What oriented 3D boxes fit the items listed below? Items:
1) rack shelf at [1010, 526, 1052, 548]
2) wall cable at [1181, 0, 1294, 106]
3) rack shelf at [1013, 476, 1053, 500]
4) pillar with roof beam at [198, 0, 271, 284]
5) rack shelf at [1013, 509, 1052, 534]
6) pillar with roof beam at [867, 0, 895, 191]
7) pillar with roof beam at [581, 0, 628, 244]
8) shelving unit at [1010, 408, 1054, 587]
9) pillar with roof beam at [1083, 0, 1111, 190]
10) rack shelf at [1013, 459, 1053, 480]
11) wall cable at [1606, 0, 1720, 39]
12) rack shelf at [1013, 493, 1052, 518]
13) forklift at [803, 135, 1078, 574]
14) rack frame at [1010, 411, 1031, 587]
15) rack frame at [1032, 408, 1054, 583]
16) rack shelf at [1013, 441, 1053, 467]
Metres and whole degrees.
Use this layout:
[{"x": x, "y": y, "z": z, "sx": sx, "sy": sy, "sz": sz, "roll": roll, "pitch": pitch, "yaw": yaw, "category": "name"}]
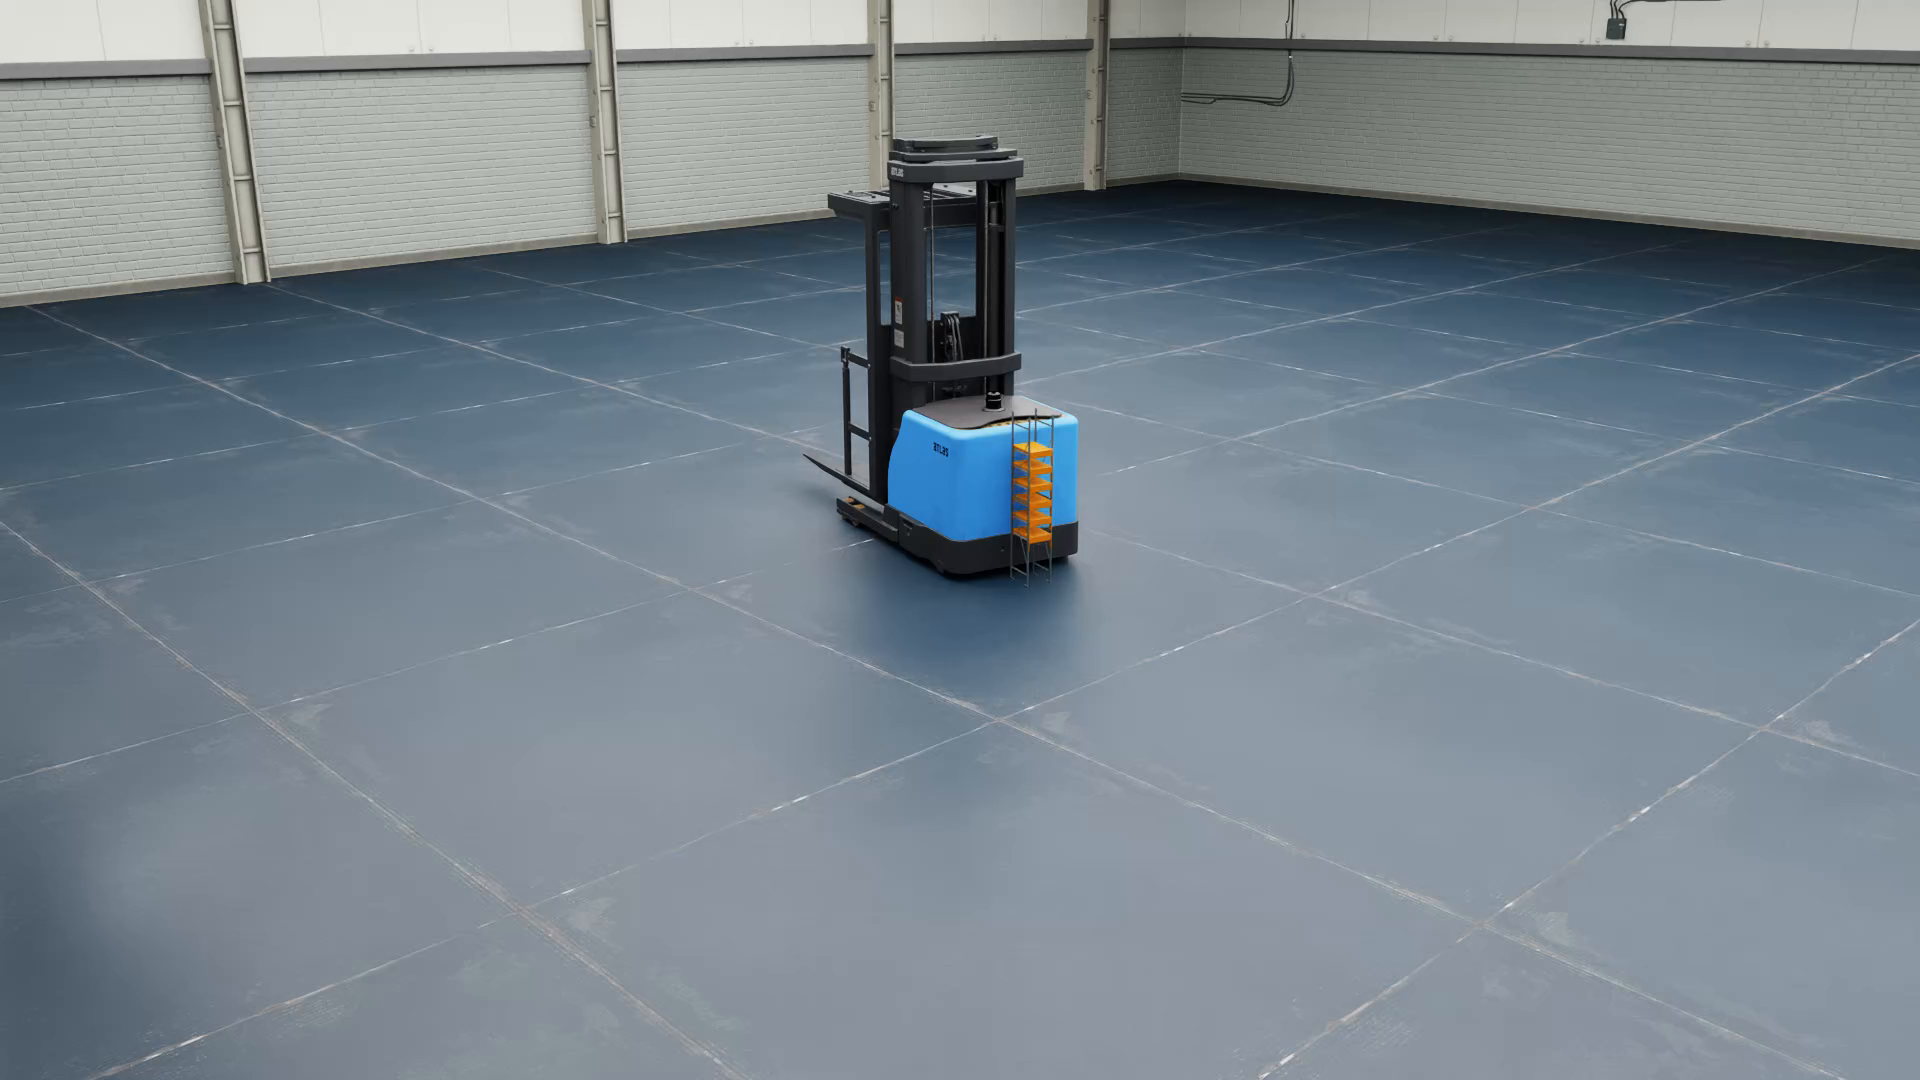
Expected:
[{"x": 0.492, "y": -0.020, "z": 11.523, "sx": 0.180, "sy": 0.103, "sz": 0.258, "roll": -10, "pitch": 20, "yaw": -27, "category": "rack shelf"}, {"x": 5.941, "y": -10.671, "z": 35.840, "sx": 0.112, "sy": 2.526, "sz": 3.097, "roll": -16, "pitch": 24, "yaw": -41, "category": "wall cable"}, {"x": 0.492, "y": -0.362, "z": 11.412, "sx": 0.180, "sy": 0.103, "sz": 0.258, "roll": -10, "pitch": 20, "yaw": -27, "category": "rack shelf"}, {"x": -7.230, "y": -7.041, "z": 19.610, "sx": 0.400, "sy": 9.000, "sz": 9.100, "roll": -16, "pitch": 24, "yaw": -41, "category": "pillar with roof beam"}, {"x": 0.492, "y": -0.134, "z": 11.486, "sx": 0.180, "sy": 0.103, "sz": 0.258, "roll": -10, "pitch": 20, "yaw": -27, "category": "rack shelf"}, {"x": 1.489, "y": -9.584, "z": 27.453, "sx": 0.400, "sy": 9.000, "sz": 9.100, "roll": -16, "pitch": 24, "yaw": -41, "category": "pillar with roof beam"}, {"x": -2.870, "y": -8.312, "z": 23.532, "sx": 0.400, "sy": 9.000, "sz": 9.100, "roll": -16, "pitch": 24, "yaw": -41, "category": "pillar with roof beam"}, {"x": 0.492, "y": -0.290, "z": 11.435, "sx": 0.189, "sy": 1.200, "sz": 0.258, "roll": -10, "pitch": 20, "yaw": -27, "category": "shelving unit"}, {"x": 5.849, "y": -10.855, "z": 31.374, "sx": 0.400, "sy": 9.000, "sz": 9.100, "roll": -16, "pitch": 24, "yaw": -41, "category": "pillar with roof beam"}, {"x": 0.492, "y": -0.476, "z": 11.375, "sx": 0.180, "sy": 0.103, "sz": 0.258, "roll": -10, "pitch": 20, "yaw": -27, "category": "rack shelf"}, {"x": 12.451, "y": -11.635, "z": 28.265, "sx": 0.169, "sy": 6.003, "sz": 2.305, "roll": -16, "pitch": 24, "yaw": -41, "category": "wall cable"}, {"x": 0.492, "y": -0.248, "z": 11.449, "sx": 0.180, "sy": 0.103, "sz": 0.258, "roll": -10, "pitch": 20, "yaw": -27, "category": "rack shelf"}, {"x": -0.305, "y": -1.564, "z": 12.556, "sx": 1.130, "sy": 2.935, "sz": 3.031, "roll": -10, "pitch": 20, "yaw": -27, "category": "forklift"}, {"x": 0.412, "y": -0.277, "z": 11.393, "sx": 0.006, "sy": 1.200, "sz": 0.240, "roll": -10, "pitch": 20, "yaw": -27, "category": "rack frame"}, {"x": 0.572, "y": -0.304, "z": 11.477, "sx": 0.006, "sy": 1.200, "sz": 0.240, "roll": -10, "pitch": 20, "yaw": -27, "category": "rack frame"}, {"x": 0.492, "y": -0.591, "z": 11.338, "sx": 0.180, "sy": 0.103, "sz": 0.258, "roll": -10, "pitch": 20, "yaw": -27, "category": "rack shelf"}]
